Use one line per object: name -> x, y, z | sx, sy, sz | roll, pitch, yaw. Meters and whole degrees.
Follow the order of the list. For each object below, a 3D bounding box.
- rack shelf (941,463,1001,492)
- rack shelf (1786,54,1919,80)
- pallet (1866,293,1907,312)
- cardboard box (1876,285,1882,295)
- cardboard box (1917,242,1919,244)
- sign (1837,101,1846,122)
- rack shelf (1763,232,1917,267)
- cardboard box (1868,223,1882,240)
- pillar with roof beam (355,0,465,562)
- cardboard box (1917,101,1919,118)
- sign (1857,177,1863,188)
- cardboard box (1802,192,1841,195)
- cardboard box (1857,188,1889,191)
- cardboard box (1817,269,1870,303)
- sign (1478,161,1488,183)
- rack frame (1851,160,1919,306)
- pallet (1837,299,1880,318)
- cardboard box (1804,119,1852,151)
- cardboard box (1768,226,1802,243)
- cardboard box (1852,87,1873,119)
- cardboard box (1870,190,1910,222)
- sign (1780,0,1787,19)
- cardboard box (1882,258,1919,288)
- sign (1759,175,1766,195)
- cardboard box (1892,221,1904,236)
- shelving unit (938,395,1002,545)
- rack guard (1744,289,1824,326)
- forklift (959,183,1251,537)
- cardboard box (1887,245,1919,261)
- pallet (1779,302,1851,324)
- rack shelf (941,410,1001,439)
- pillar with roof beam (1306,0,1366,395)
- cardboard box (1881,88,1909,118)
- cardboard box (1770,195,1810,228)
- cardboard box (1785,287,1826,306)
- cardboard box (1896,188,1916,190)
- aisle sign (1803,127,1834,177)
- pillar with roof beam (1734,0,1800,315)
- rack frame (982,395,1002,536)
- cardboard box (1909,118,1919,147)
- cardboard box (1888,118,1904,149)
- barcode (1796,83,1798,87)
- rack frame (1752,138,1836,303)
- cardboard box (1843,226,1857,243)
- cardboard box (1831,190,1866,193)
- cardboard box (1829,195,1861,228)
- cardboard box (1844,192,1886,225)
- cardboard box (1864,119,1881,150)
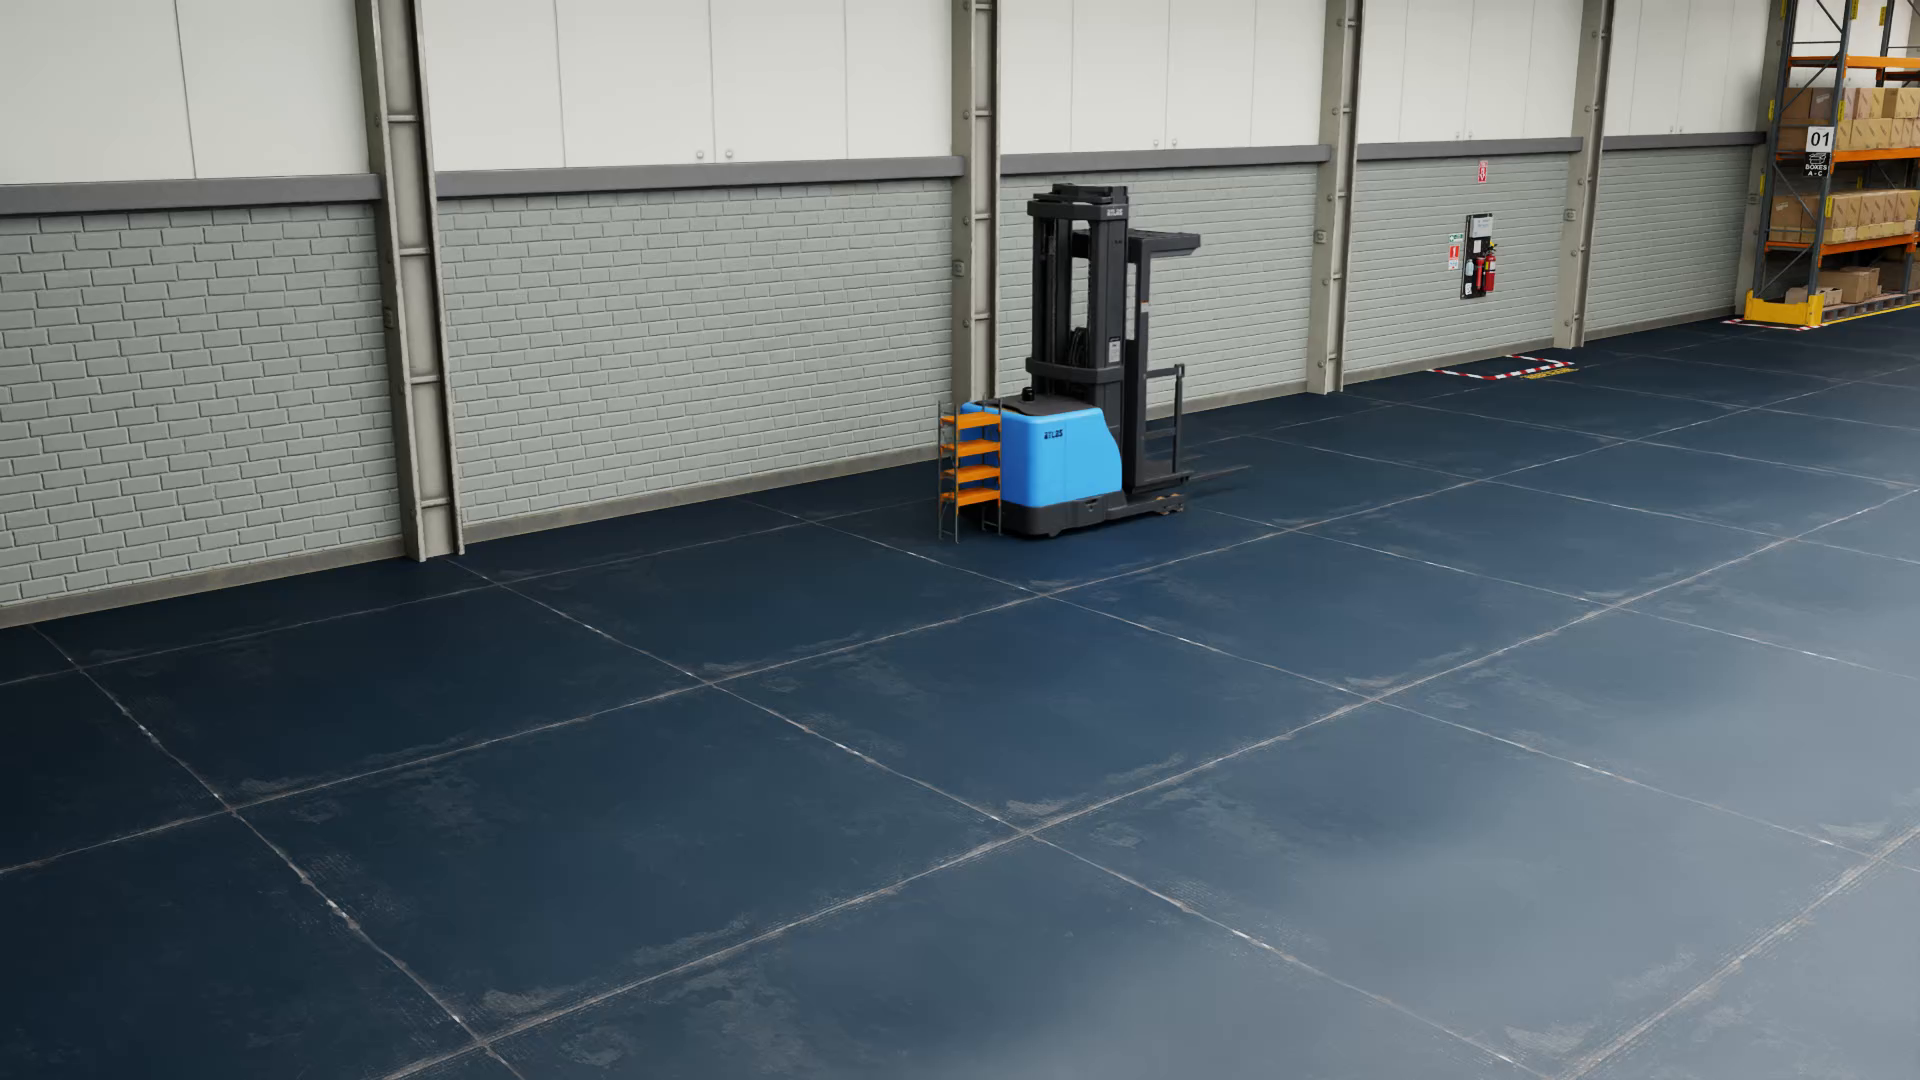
rack shelf -> 0.084, -0.536, 14.191 | 0.480, 0.148, 0.258 | -12, 19, -38
rack shelf -> 15.289, -8.000, 28.162 | 4.000, 0.370, 1.077 | -13, 19, -39
pallet -> 16.314, -4.322, 30.020 | 1.213, 0.211, 1.003 | -13, 19, -39
cardboard box -> 16.414, -4.537, 30.059 | 0.380, 0.166, 0.250 | 13, 20, 40
cardboard box -> 18.450, -5.530, 31.677 | 0.500, 0.250, 0.500 | -13, 20, -40
sign -> 14.136, -6.878, 26.680 | 0.005, 0.325, 0.100 | -13, 19, -39
rack shelf -> 15.289, -5.103, 28.936 | 4.000, 0.370, 1.077 | -13, 19, -39
cardboard box -> 15.510, -5.331, 28.647 | 0.500, 0.250, 0.500 | -12, 19, -39
pillar with roof beam -> -1.539, -3.393, 9.517 | 0.400, 9.000, 9.100 | -13, 19, -39
cardboard box -> 16.598, -7.642, 29.065 | 0.500, 0.500, 0.500 | 14, 20, 42
sign -> 16.431, -6.456, 30.364 | 0.005, 0.325, 0.100 | -13, 19, -39
cardboard box -> 14.770, -5.704, 28.592 | 0.500, 0.500, 0.500 | -13, 20, -41
cardboard box -> 16.306, -6.050, 29.886 | 0.500, 0.500, 0.500 | -13, 20, -41
cardboard box -> 15.377, -4.427, 29.004 | 0.500, 0.500, 0.700 | -14, 21, -43
sign -> 7.253, -5.109, 23.073 | 0.199, 0.298, 0.001 | -13, 19, -39
rack frame -> 16.798, -5.789, 30.112 | 0.127, 3.000, 1.000 | -13, 19, -39
pallet -> 15.393, -4.114, 29.242 | 1.213, 0.211, 1.003 | -13, 19, -39
cardboard box -> 14.197, -6.627, 27.202 | 0.500, 0.500, 0.500 | -12, 19, -38
cardboard box -> 14.005, -5.166, 28.029 | 0.500, 0.250, 0.500 | -12, 19, -39
cardboard box -> 14.642, -7.195, 27.392 | 0.500, 0.500, 0.500 | -13, 20, -40
cardboard box -> 16.271, -5.863, 29.186 | 0.500, 0.500, 0.500 | -13, 20, -40
sign -> 13.431, -8.649, 27.077 | 0.005, 0.325, 0.100 | -13, 19, -39
cardboard box -> 17.699, -5.020, 31.221 | 0.500, 0.500, 0.700 | -13, 20, -40
sign -> 13.431, -5.935, 27.802 | 0.005, 0.325, 0.100 | -13, 19, -39
cardboard box -> 16.258, -5.505, 29.297 | 0.500, 0.250, 0.500 | -13, 19, -39
shelving unit -> 0.084, -0.601, 14.174 | 0.503, 1.200, 0.258 | -12, 19, -38
rack guard -> 13.837, -3.917, 27.946 | 0.348, 0.500, 1.175 | -13, 19, -39
forklift -> 1.446, -1.733, 15.058 | 3.031, 2.935, 1.130 | -12, 19, -38
cardboard box -> 17.672, -5.360, 31.041 | 0.500, 0.250, 0.500 | -13, 20, -41
pallet -> 14.474, -3.908, 28.472 | 1.213, 0.211, 1.003 | -13, 19, -39
rack shelf -> 0.084, -0.980, 14.072 | 0.480, 0.148, 0.258 | -12, 19, -38
pillar with roof beam -> 7.514, -5.426, 17.127 | 0.400, 9.000, 9.100 | -13, 19, -39
cardboard box -> 15.804, -7.457, 28.371 | 0.500, 0.500, 0.500 | -14, 20, -41
cardboard box -> 13.996, -5.533, 27.949 | 0.500, 0.500, 0.500 | -13, 20, -40
cardboard box -> 14.361, -4.125, 28.238 | 0.500, 0.311, 0.500 | 13, 20, 41
cardboard box -> 17.630, -6.223, 30.689 | 0.500, 0.500, 0.700 | -10, 18, -34
aisle sign -> 13.923, -6.297, 26.975 | 0.004, 0.787, 0.394 | -13, 19, -39
pillar with roof beam -> 16.566, -7.459, 24.737 | 0.400, 9.000, 9.100 | -13, 19, -39
rack frame -> 0.272, -0.641, 14.324 | 0.015, 1.200, 0.240 | -12, 19, -38
cardboard box -> 16.577, -7.162, 29.207 | 0.500, 0.500, 0.500 | -12, 19, -38
cardboard box -> 15.796, -6.978, 28.518 | 0.500, 0.500, 0.500 | -14, 20, -41
barcode -> 13.988, -7.600, 27.783 | 0.075, 0.075, 0.001 | -13, 19, -39
rack frame -> 13.780, -5.112, 27.575 | 0.127, 3.000, 1.000 | -13, 19, -39
cardboard box -> 14.739, -5.161, 28.009 | 0.500, 0.250, 0.500 | -13, 20, -41
cardboard box -> 15.534, -5.880, 29.248 | 0.500, 0.500, 0.500 | -12, 19, -38
cardboard box -> 14.717, -5.515, 27.885 | 0.500, 0.500, 0.500 | -13, 19, -39
cardboard box -> 15.492, -5.692, 28.544 | 0.500, 0.500, 0.500 | -12, 19, -38
cardboard box -> 15.014, -6.800, 27.849 | 0.500, 0.500, 0.500 | -12, 19, -37
